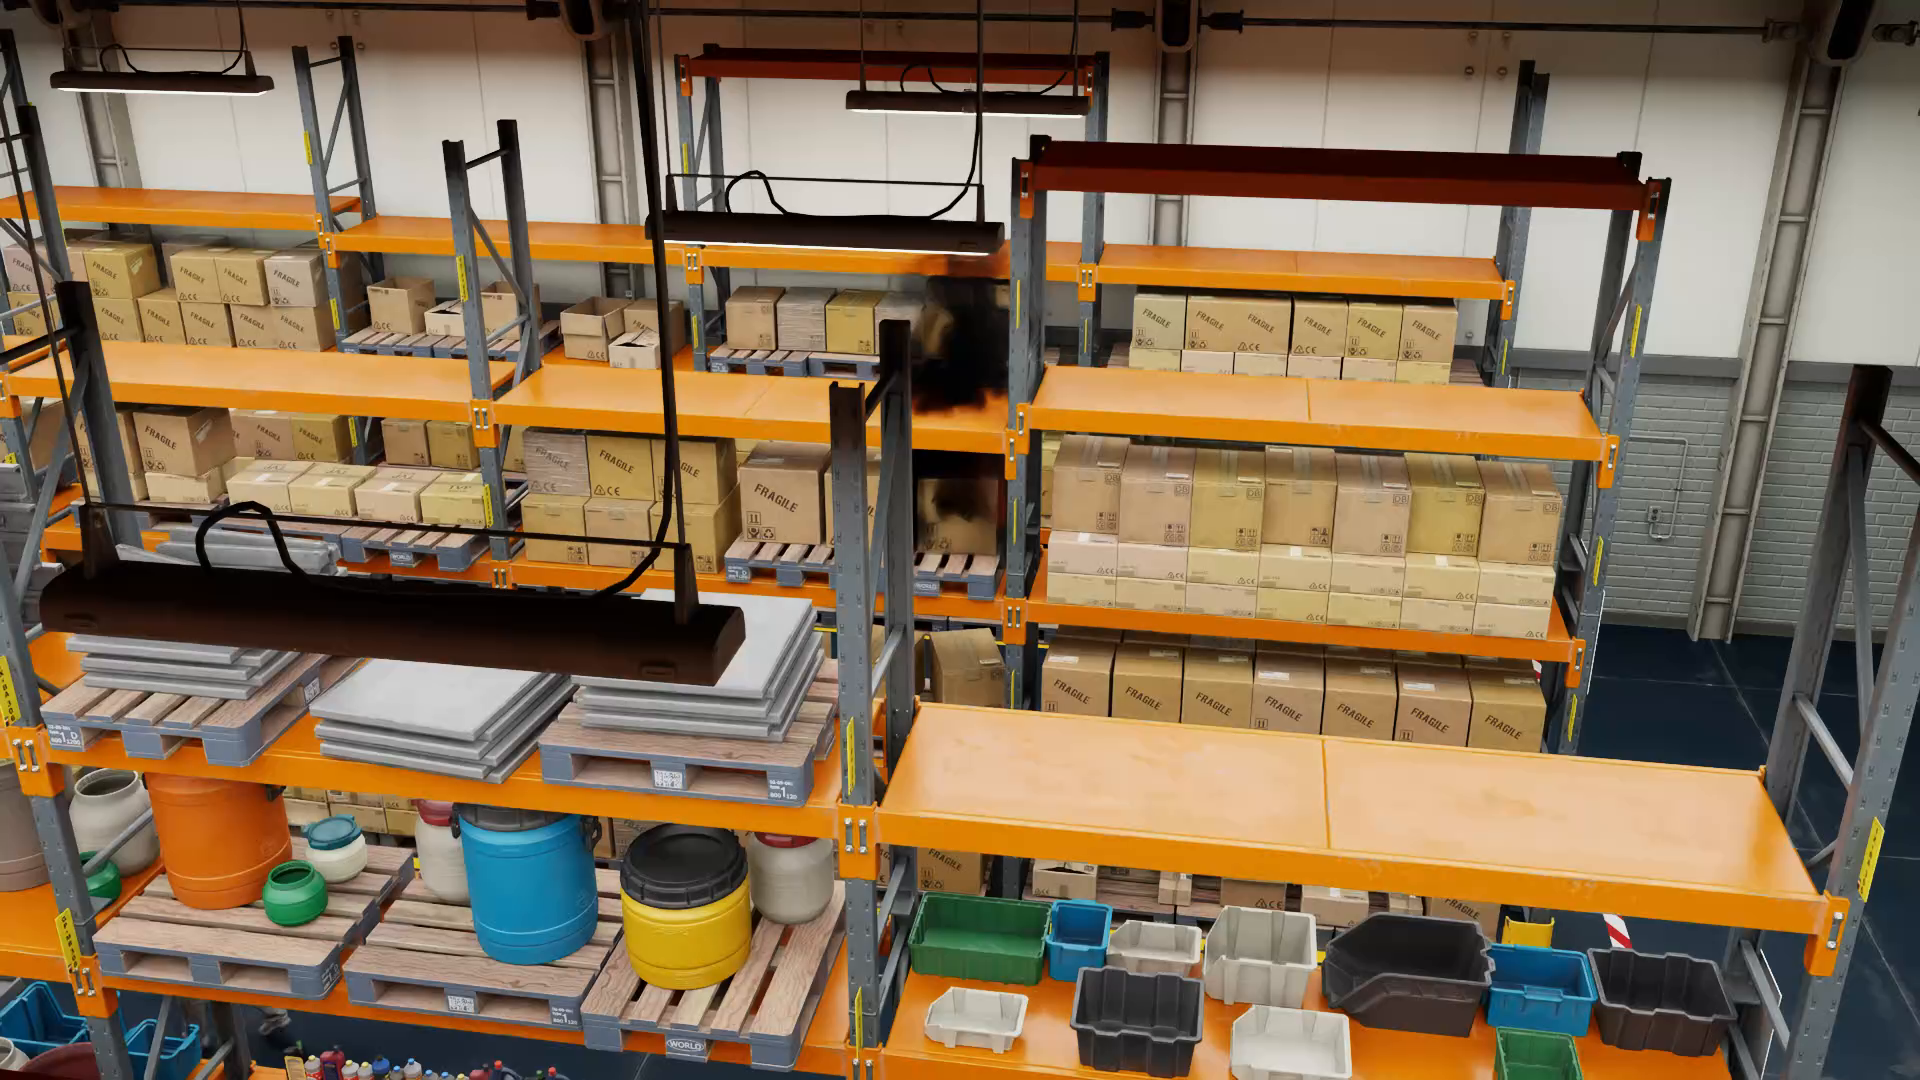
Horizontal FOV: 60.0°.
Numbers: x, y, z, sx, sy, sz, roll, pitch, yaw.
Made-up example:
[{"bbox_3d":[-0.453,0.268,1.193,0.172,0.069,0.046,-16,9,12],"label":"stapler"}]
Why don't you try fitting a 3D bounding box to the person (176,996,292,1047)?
[{"bbox_3d":[-5.175,2.780,11.523,0.828,1.829,0.658,2,23,6],"label":"person"}]
